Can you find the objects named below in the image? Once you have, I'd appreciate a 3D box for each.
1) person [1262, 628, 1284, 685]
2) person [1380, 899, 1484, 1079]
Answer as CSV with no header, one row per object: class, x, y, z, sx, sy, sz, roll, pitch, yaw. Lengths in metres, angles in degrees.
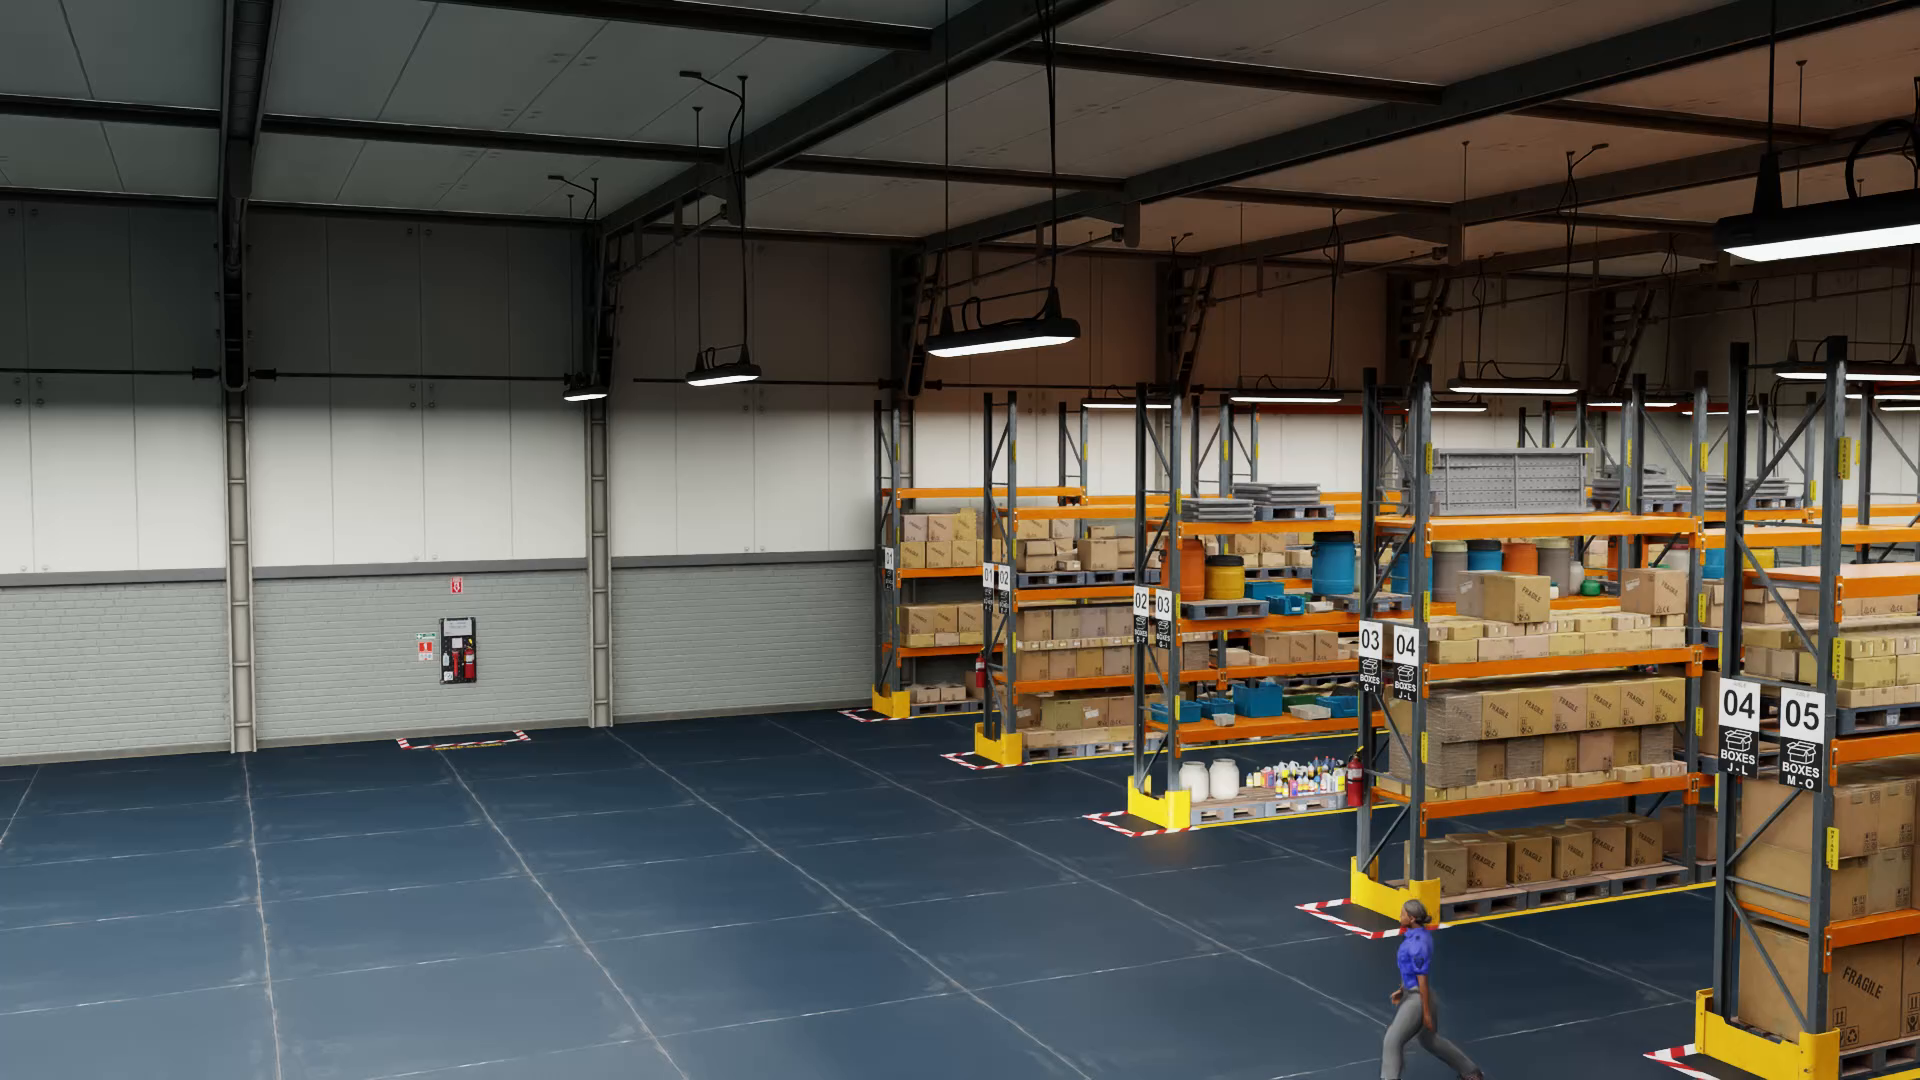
person,5.952,2.496,31.412,0.729,1.692,0.703,-1,3,-15
person,3.611,3.591,12.983,1.016,1.586,0.512,0,3,3
